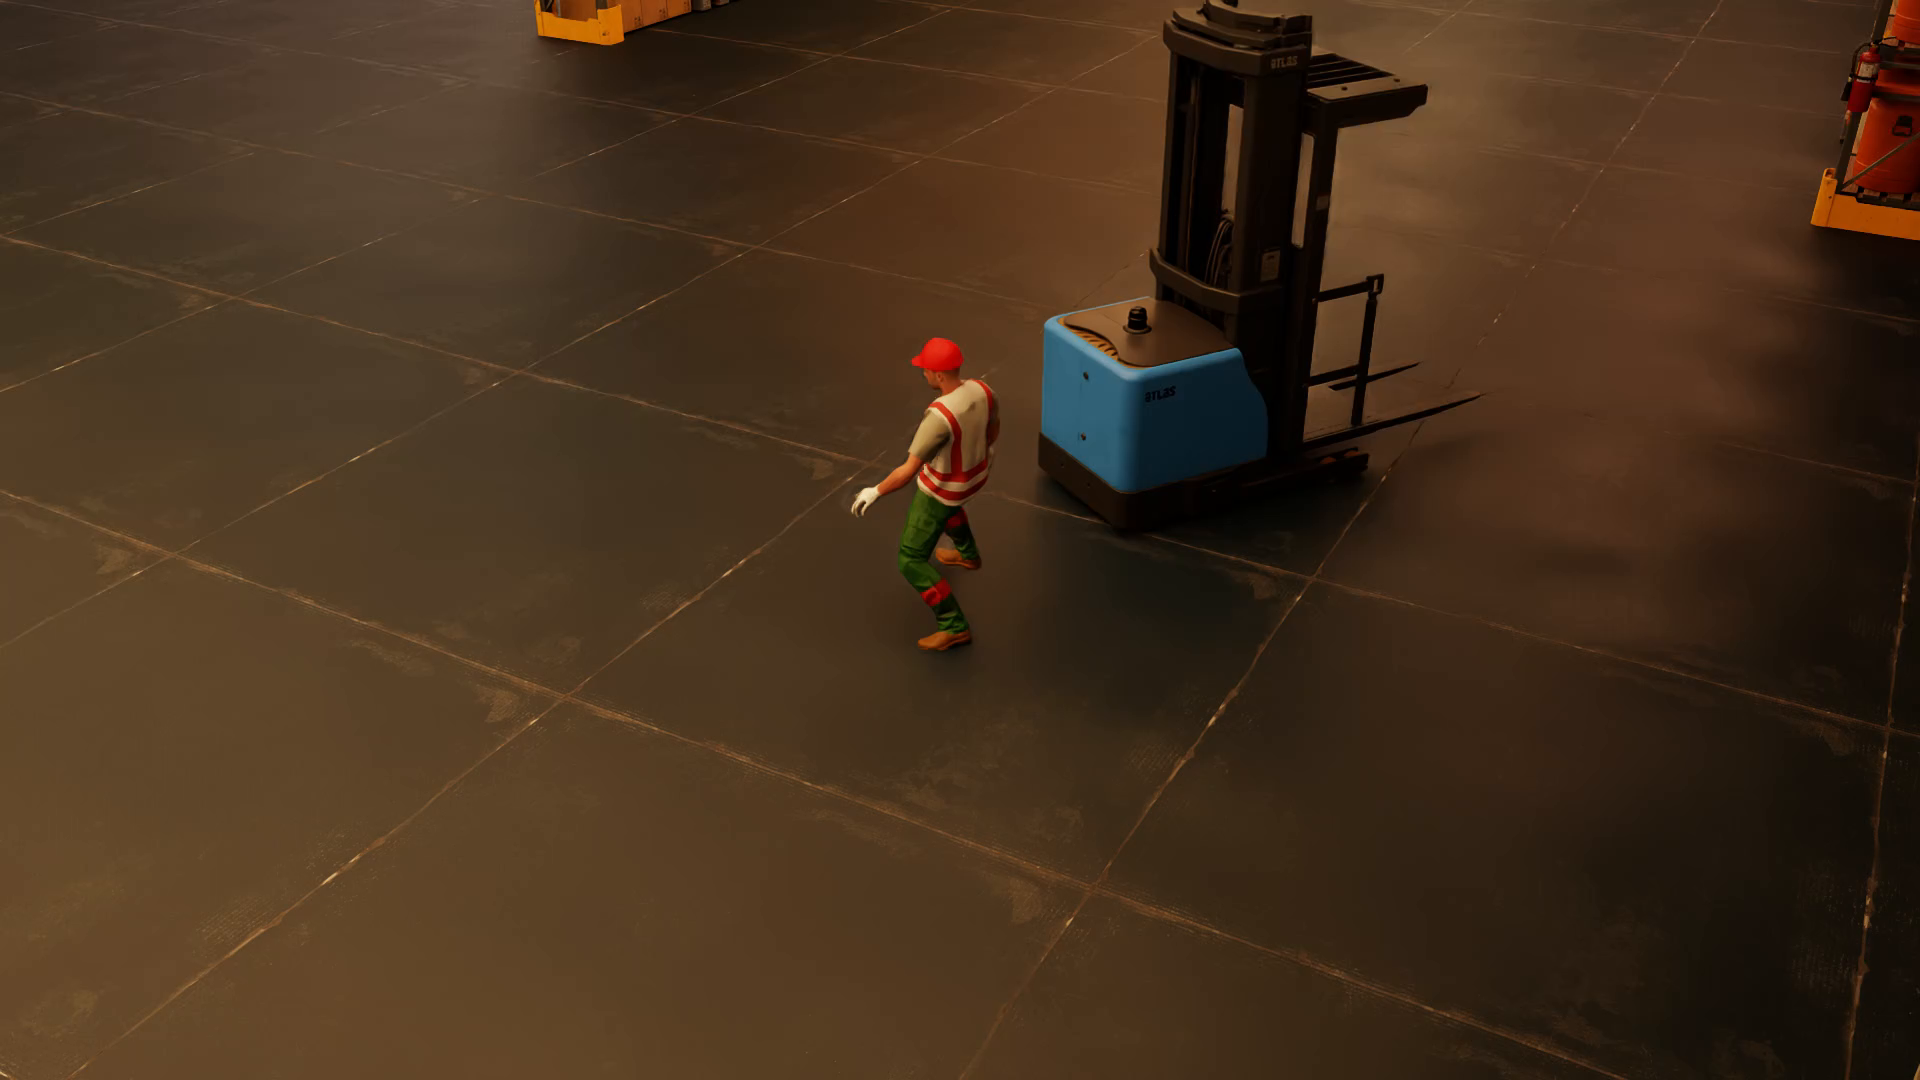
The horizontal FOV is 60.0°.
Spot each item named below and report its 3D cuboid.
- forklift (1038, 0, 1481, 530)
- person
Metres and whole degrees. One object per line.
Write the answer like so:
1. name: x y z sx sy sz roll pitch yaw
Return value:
1. forklift: 2.046 -1.848 10.273 3.031 2.935 1.130 -15 33 -24
2. person: -0.097 -0.324 8.947 0.678 1.651 0.993 20 36 31
